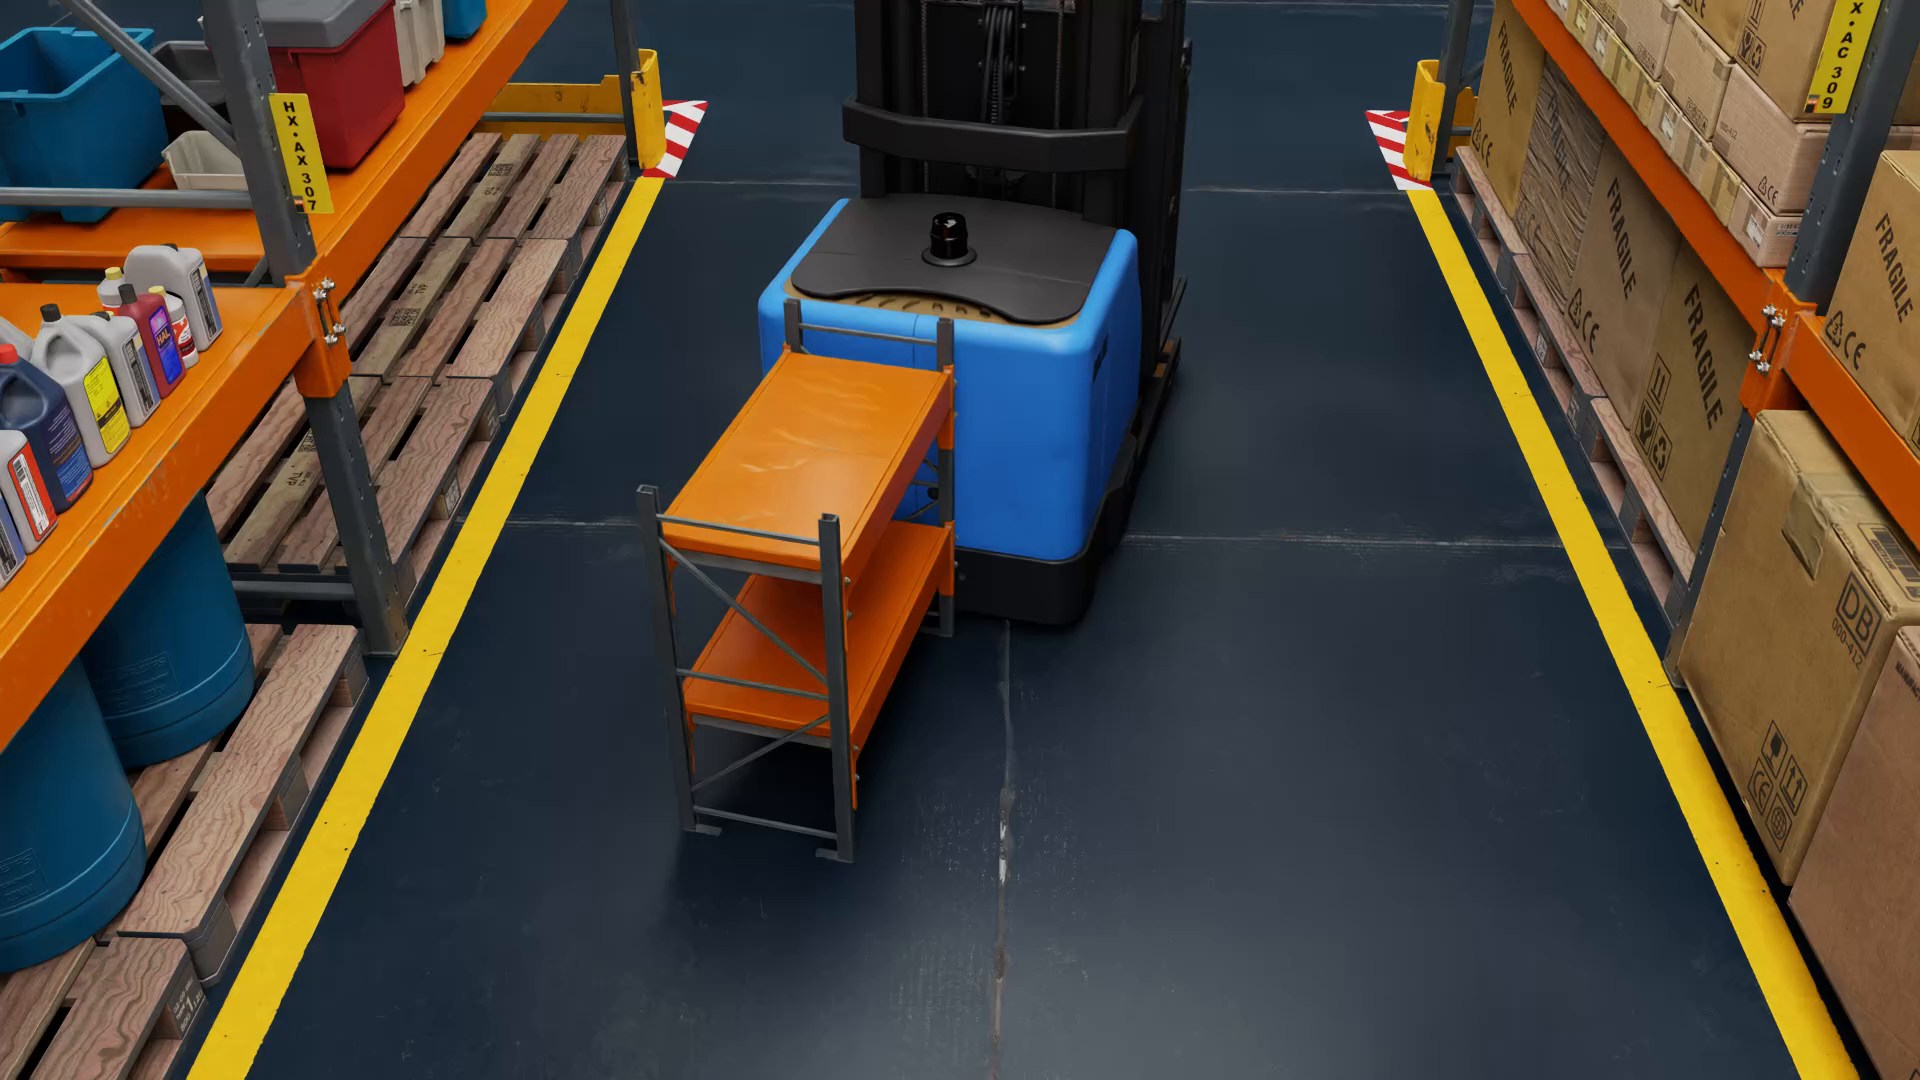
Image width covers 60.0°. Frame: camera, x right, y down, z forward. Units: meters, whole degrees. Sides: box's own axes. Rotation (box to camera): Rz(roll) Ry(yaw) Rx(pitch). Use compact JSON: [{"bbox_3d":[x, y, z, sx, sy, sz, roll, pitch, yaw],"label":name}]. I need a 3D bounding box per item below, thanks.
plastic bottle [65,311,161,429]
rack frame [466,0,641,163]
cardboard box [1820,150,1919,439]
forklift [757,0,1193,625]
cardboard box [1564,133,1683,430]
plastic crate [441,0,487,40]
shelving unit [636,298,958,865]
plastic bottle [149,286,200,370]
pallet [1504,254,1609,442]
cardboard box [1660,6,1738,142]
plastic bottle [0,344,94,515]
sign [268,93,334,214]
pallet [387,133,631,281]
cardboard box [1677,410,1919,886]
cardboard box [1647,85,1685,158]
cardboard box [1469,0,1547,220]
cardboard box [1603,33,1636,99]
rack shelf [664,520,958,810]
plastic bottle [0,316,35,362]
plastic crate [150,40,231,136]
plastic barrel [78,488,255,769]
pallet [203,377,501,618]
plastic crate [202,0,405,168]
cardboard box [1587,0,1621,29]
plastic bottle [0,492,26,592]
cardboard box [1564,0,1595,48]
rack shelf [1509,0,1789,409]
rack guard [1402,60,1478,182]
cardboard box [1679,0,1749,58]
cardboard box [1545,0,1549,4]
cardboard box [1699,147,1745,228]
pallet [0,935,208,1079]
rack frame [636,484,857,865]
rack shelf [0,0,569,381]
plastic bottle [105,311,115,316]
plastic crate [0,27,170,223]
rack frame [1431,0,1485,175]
[{"bbox_3d":[-1.970,-0.409,3.831,0.152,0.276,0.135,1,35,2],"label":"plastic bottle"},{"bbox_3d":[-2.102,-3.201,7.697,1.000,3.000,0.127,1,35,2],"label":"rack frame"},{"bbox_3d":[2.418,-0.571,3.867,0.500,0.500,0.500,1,35,2],"label":"cardboard box"},{"bbox_3d":[0.259,-1.778,5.731,1.130,2.935,3.031,9,36,12],"label":"forklift"},{"bbox_3d":[2.829,-0.986,6.027,0.875,0.875,0.875,1,35,2],"label":"cardboard box"},{"bbox_3d":[-1.928,-1.972,6.040,0.416,0.233,0.300,1,35,2],"label":"plastic crate"},{"bbox_3d":[-0.394,0.090,4.643,0.538,1.125,1.048,9,36,12],"label":"shelving unit"},{"bbox_3d":[-1.933,-0.521,4.055,0.097,0.201,0.097,0,35,0],"label":"plastic bottle"},{"bbox_3d":[2.842,-0.786,6.685,1.003,0.211,1.213,1,35,2],"label":"pallet"},{"bbox_3d":[2.460,-1.406,5.014,0.500,0.250,0.500,2,35,3],"label":"cardboard box"},{"bbox_3d":[-1.980,-0.241,3.527,0.144,0.351,0.185,1,35,2],"label":"plastic bottle"},{"bbox_3d":[-1.713,-1.003,4.327,0.100,0.325,0.005,1,35,2],"label":"sign"},{"bbox_3d":[-2.174,-1.588,7.825,1.003,0.211,1.213,1,35,2],"label":"pallet"},{"bbox_3d":[2.681,0.277,4.230,1.225,0.875,0.875,1,35,2],"label":"cardboard box"},{"bbox_3d":[2.402,-1.312,5.227,0.380,0.149,0.250,2,35,3],"label":"cardboard box"},{"bbox_3d":[2.901,-2.020,7.498,0.875,0.875,0.875,1,35,2],"label":"cardboard box"},{"bbox_3d":[2.423,-1.607,5.647,0.380,0.149,0.250,1,35,1],"label":"cardboard box"},{"bbox_3d":[-0.394,0.290,4.784,0.538,0.278,1.000,9,36,12],"label":"rack shelf"},{"bbox_3d":[-2.116,-0.351,3.683,0.144,0.351,0.185,1,35,2],"label":"plastic bottle"},{"bbox_3d":[-2.486,-1.465,5.412,0.437,0.125,0.590,1,35,2],"label":"plastic crate"},{"bbox_3d":[-2.301,0.096,4.465,0.600,0.901,0.708,1,35,2],"label":"plastic barrel"},{"bbox_3d":[-2.272,-0.186,5.831,1.003,0.211,1.213,1,35,2],"label":"pallet"},{"bbox_3d":[-1.976,-1.461,5.113,0.402,0.464,0.583,1,35,2],"label":"plastic crate"},{"bbox_3d":[2.504,-1.991,5.845,0.500,0.250,0.500,1,35,1],"label":"cardboard box"},{"bbox_3d":[-1.996,-0.042,3.309,0.152,0.276,0.135,1,35,2],"label":"plastic bottle"},{"bbox_3d":[2.443,-1.904,6.069,0.380,0.149,0.250,0,35,1],"label":"cardboard box"},{"bbox_3d":[2.767,-1.644,6.106,1.077,0.370,4.000,1,35,2],"label":"rack shelf"},{"bbox_3d":[2.848,-2.078,8.272,1.175,0.500,0.348,1,35,2],"label":"rack guard"},{"bbox_3d":[2.462,-1.714,4.800,0.500,0.500,0.500,2,35,2],"label":"cardboard box"},{"bbox_3d":[2.464,-2.198,6.487,0.380,0.149,0.250,1,35,1],"label":"cardboard box"},{"bbox_3d":[2.382,-1.017,4.807,0.380,0.149,0.250,2,35,3],"label":"cardboard box"},{"bbox_3d":[-2.381,1.383,3.599,1.003,0.211,1.213,1,35,2],"label":"pallet"},{"bbox_3d":[-0.527,0.373,4.242,0.500,1.125,0.032,9,36,12],"label":"rack frame"},{"bbox_3d":[-2.182,-1.758,6.268,1.077,0.370,4.000,1,35,2],"label":"rack shelf"},{"bbox_3d":[-1.999,-0.446,3.948,0.097,0.201,0.097,0,35,0],"label":"plastic bottle"},{"bbox_3d":[-2.584,-1.197,4.807,0.392,0.384,0.575,1,35,2],"label":"plastic crate"},{"bbox_3d":[2.847,-3.087,7.534,1.000,3.000,0.127,1,35,2],"label":"rack frame"}]
